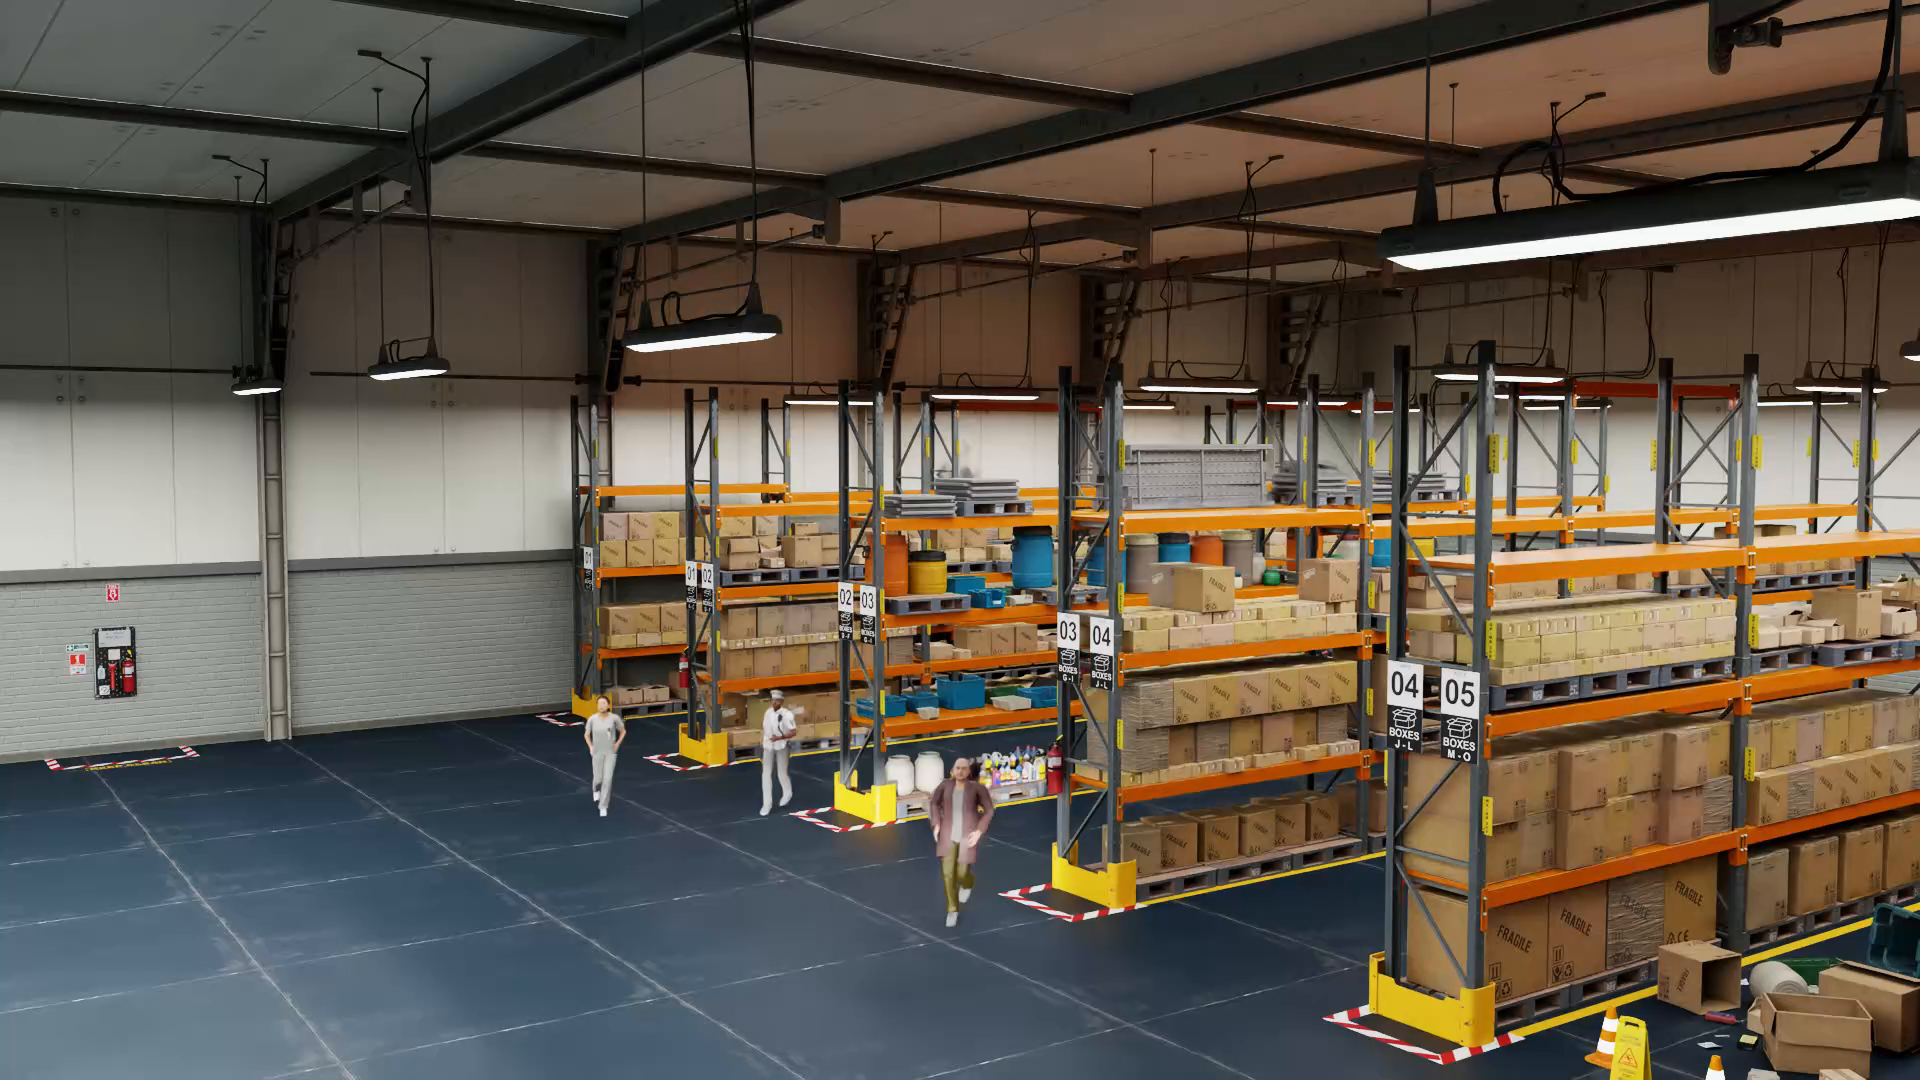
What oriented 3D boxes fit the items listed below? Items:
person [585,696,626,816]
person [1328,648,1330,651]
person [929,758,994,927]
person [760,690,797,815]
[{"bbox_3d":[-4.922,2.967,23.110,0.567,1.645,0.647,0,3,-8],"label":"person"},{"bbox_3d":[7.245,2.398,32.085,0.547,1.721,0.752,3,4,40],"label":"person"},{"bbox_3d":[0.007,3.223,18.005,0.734,1.749,0.830,1,3,10],"label":"person"},{"bbox_3d":[-2.531,2.906,23.101,0.569,1.683,0.848,1,4,14],"label":"person"}]
